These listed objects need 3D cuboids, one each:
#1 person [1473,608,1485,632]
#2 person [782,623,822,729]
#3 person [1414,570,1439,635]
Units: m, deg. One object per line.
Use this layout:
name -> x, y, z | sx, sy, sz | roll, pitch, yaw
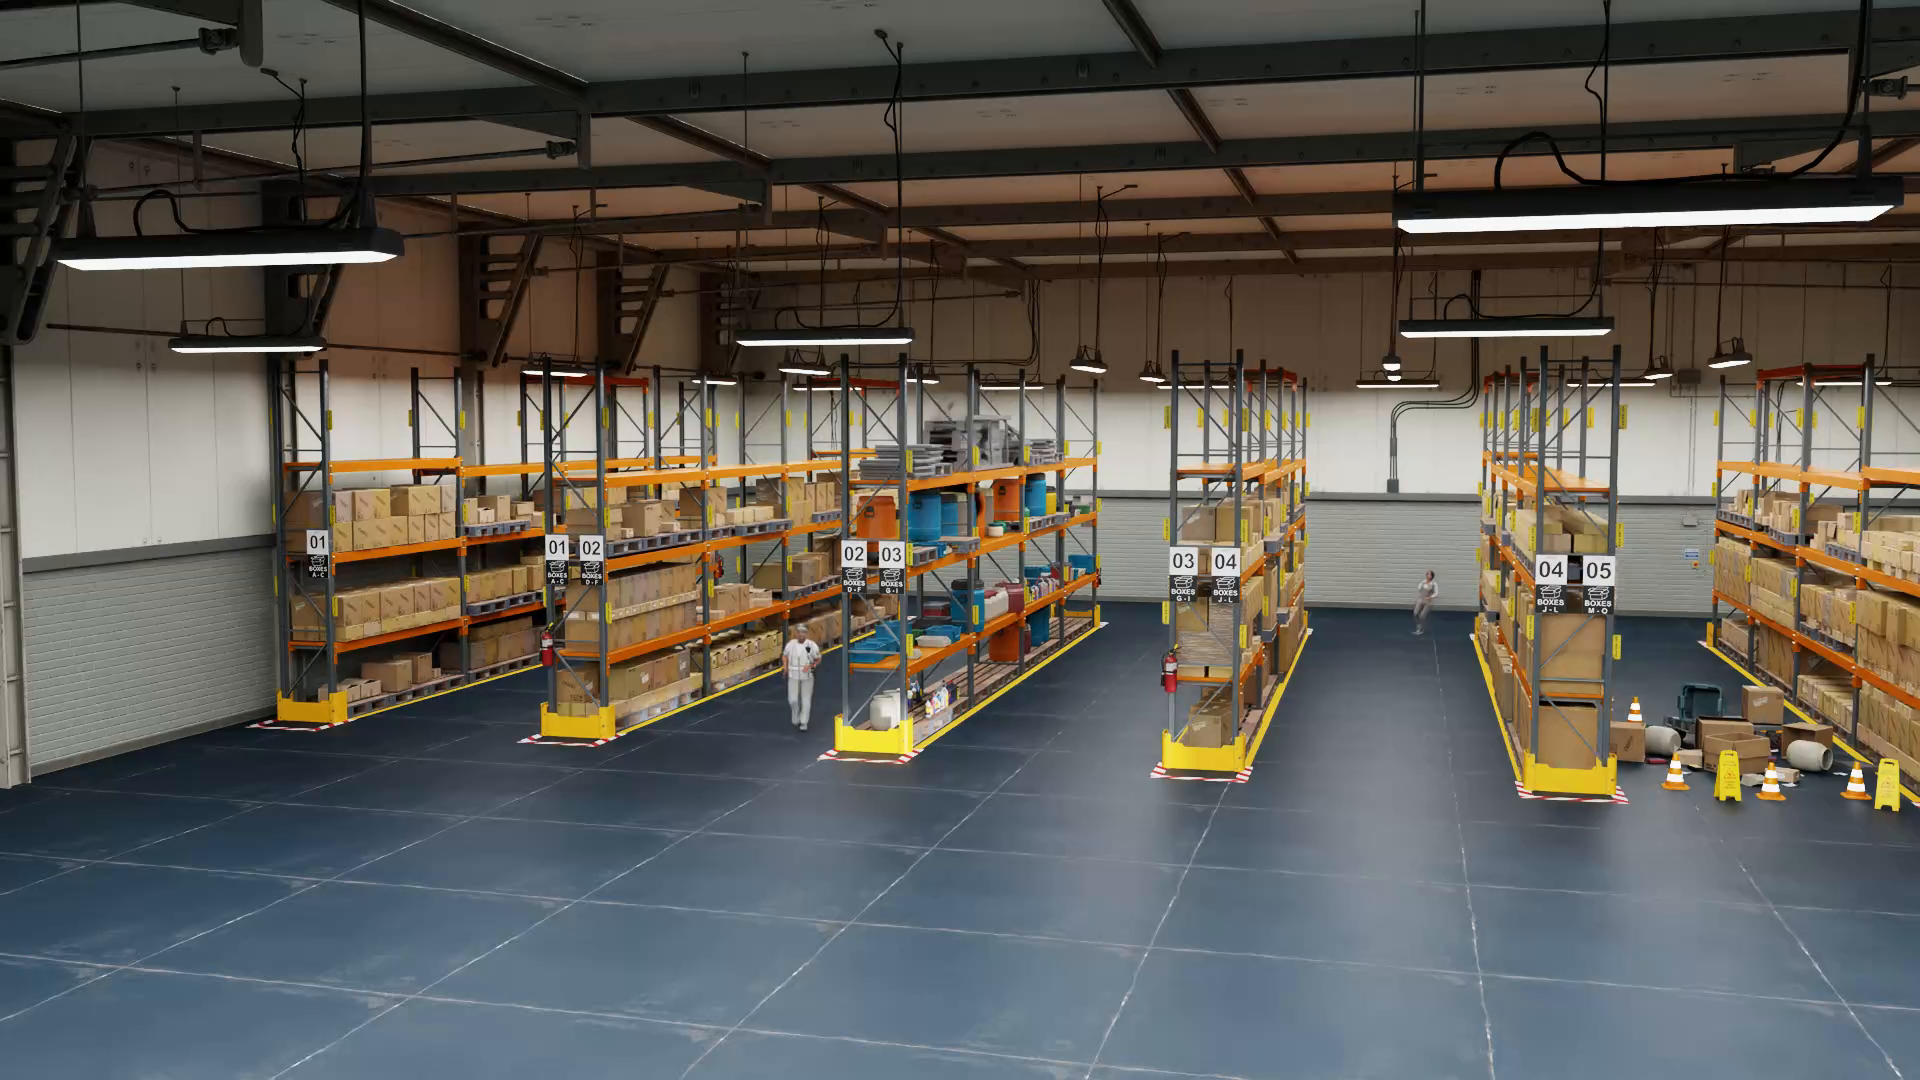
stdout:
person -> 12.532, 1.327, 39.016 | 0.892, 1.749, 0.690 | 1, 4, 12
person -> -2.569, 2.202, 26.819 | 0.664, 1.734, 0.590 | 0, 4, 2
person -> 10.848, 1.468, 38.734 | 0.634, 1.520, 0.490 | 4, 6, 44
